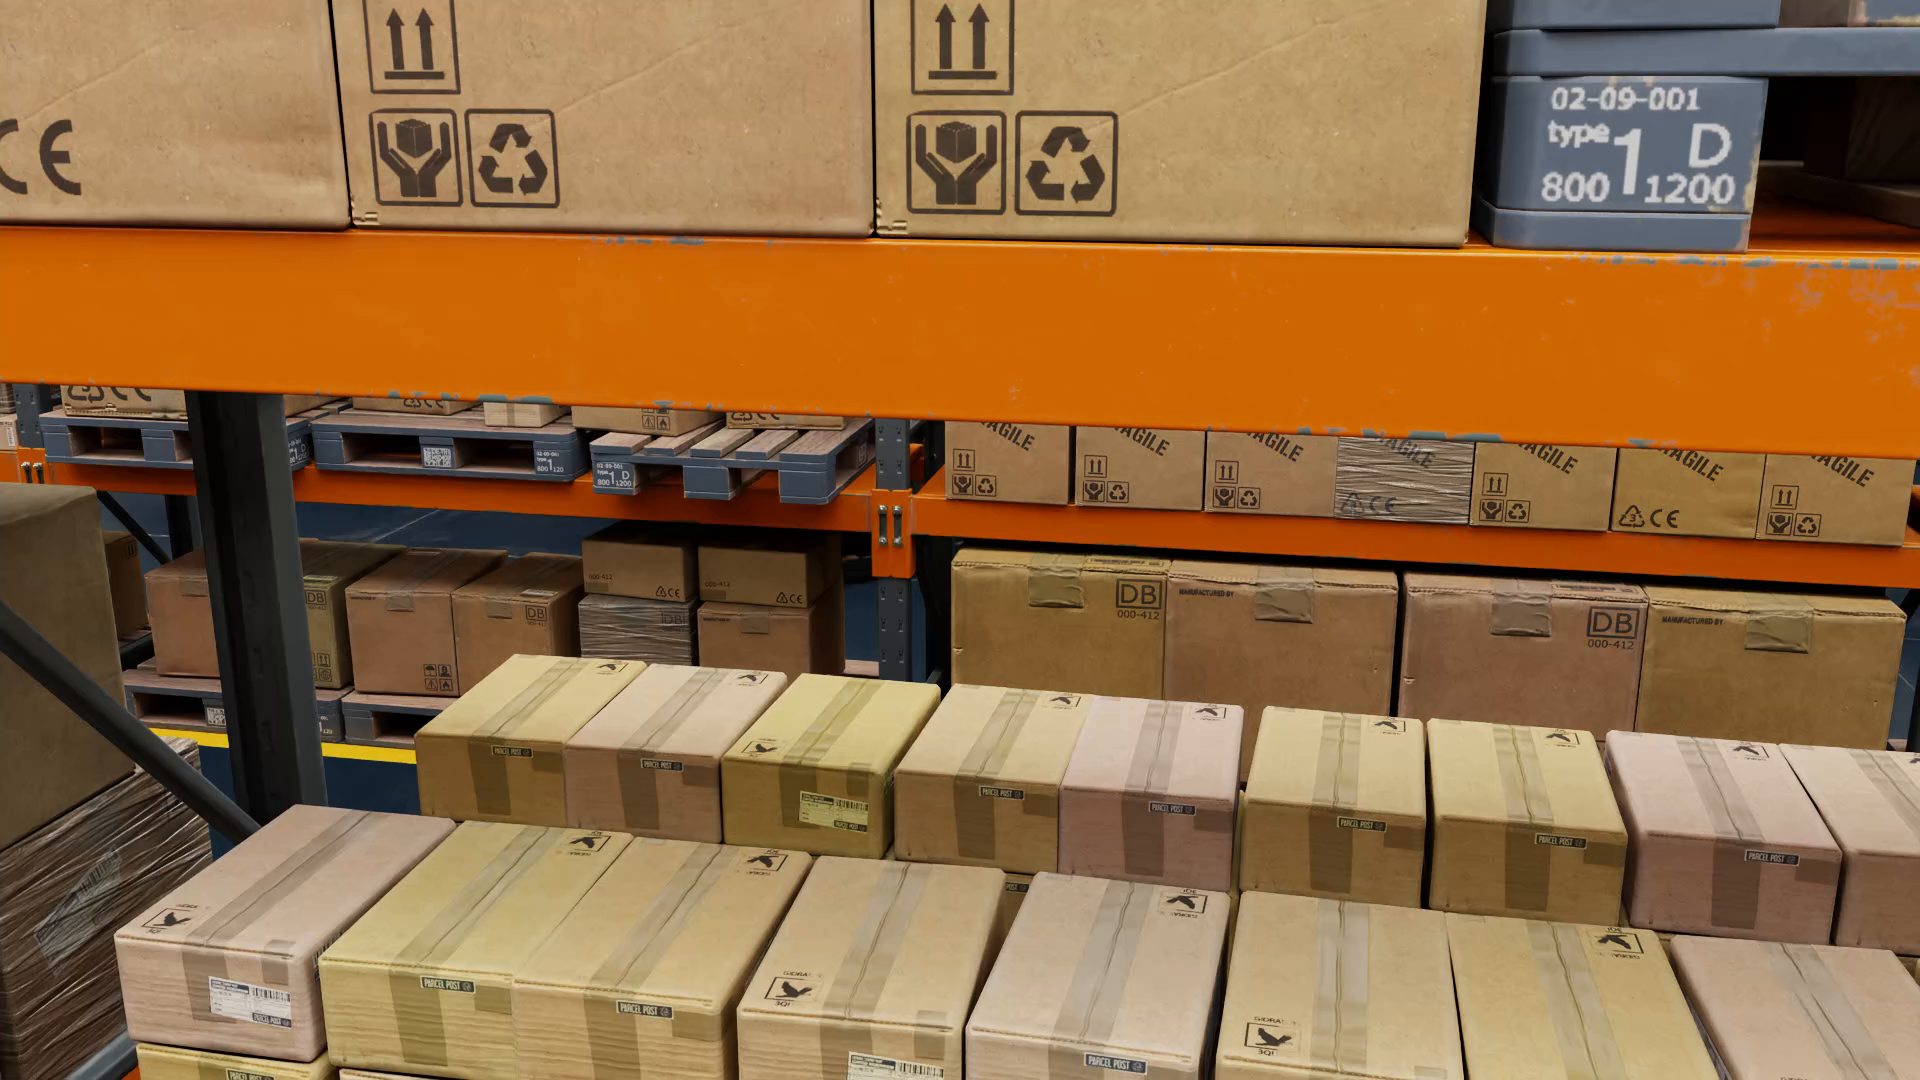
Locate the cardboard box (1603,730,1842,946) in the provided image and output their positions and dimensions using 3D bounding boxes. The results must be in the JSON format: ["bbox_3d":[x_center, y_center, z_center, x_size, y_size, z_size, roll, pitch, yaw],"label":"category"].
[{"bbox_3d":[1.088,0.423,2.415,0.250,0.149,0.380,4,16,13],"label":"cardboard box"}]

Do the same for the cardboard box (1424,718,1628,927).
[{"bbox_3d":[0.823,0.410,2.463,0.250,0.149,0.380,4,16,13],"label":"cardboard box"}]

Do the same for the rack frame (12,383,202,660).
[{"bbox_3d":[-4.103,-0.717,7.960,0.127,3.000,1.000,3,16,11],"label":"rack frame"}]

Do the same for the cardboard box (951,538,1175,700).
[{"bbox_3d":[0.489,0.360,7.268,0.875,0.875,1.225,2,16,8],"label":"cardboard box"}]

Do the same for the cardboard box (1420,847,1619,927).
[{"bbox_3d":[0.822,0.552,2.505,0.250,0.149,0.380,3,16,10],"label":"cardboard box"}]

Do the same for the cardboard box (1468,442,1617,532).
[{"bbox_3d":[2.227,-0.347,6.438,0.500,0.500,0.500,3,16,10],"label":"cardboard box"}]

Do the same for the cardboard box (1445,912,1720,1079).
[{"bbox_3d":[0.676,0.579,1.851,0.270,0.149,0.393,4,16,13],"label":"cardboard box"}]

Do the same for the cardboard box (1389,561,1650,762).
[{"bbox_3d":[2.230,0.454,6.926,0.875,0.875,1.225,3,16,9],"label":"cardboard box"}]

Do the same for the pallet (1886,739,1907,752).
[{"bbox_3d":[4.466,1.114,6.576,1.213,0.211,1.003,3,16,11],"label":"pallet"}]

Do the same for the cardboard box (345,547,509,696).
[{"bbox_3d":[-2.493,0.374,7.881,0.500,0.500,0.700,2,16,6],"label":"cardboard box"}]

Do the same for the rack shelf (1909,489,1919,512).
[{"bbox_3d":[5.697,0.033,6.100,3.809,0.052,0.919,3,16,11],"label":"rack shelf"}]

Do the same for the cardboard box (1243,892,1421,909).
[{"bbox_3d":[0.569,0.539,2.555,0.250,0.149,0.380,4,16,12],"label":"cardboard box"}]

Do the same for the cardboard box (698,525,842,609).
[{"bbox_3d":[-0.846,0.100,7.467,0.500,0.250,0.500,4,16,13],"label":"cardboard box"}]

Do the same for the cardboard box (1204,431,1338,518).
[{"bbox_3d":[1.248,-0.402,6.637,0.500,0.500,0.500,3,16,10],"label":"cardboard box"}]

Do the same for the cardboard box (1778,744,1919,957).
[{"bbox_3d":[1.335,0.437,2.366,0.250,0.149,0.380,3,16,11],"label":"cardboard box"}]

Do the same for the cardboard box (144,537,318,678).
[{"bbox_3d":[-3.505,0.314,8.097,0.500,0.500,0.700,2,16,7],"label":"cardboard box"}]

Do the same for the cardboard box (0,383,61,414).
[{"bbox_3d":[-4.531,-0.948,8.052,0.500,0.500,0.875,3,16,11],"label":"cardboard box"}]

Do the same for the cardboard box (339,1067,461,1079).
[{"bbox_3d":[-0.571,0.656,2.133,0.250,0.149,0.380,4,16,14],"label":"cardboard box"}]

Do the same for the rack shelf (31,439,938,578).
[{"bbox_3d":[-2.143,-0.264,7.672,4.000,0.370,1.077,3,16,11],"label":"rack shelf"}]

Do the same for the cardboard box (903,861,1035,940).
[{"bbox_3d":[0.070,0.511,2.654,0.250,0.149,0.380,3,16,11],"label":"cardboard box"}]

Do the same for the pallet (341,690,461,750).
[{"bbox_3d":[-2.140,0.732,7.952,1.213,0.211,1.003,3,16,11],"label":"pallet"}]

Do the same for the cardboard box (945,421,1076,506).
[{"bbox_3d":[0.239,-0.455,6.828,0.500,0.500,0.500,4,16,13],"label":"cardboard box"}]

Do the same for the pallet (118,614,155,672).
[{"bbox_3d":[-4.768,0.601,8.428,1.213,0.211,1.003,3,16,11],"label":"pallet"}]

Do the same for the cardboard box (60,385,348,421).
[{"bbox_3d":[-3.352,-1.129,7.539,1.000,1.000,1.000,3,16,11],"label":"cardboard box"}]

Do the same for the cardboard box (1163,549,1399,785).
[{"bbox_3d":[1.361,0.409,7.089,0.875,0.875,1.225,3,16,11],"label":"cardboard box"}]

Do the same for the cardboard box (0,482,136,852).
[{"bbox_3d":[-1.708,0.232,2.476,0.500,0.500,0.700,3,16,11],"label":"cardboard box"}]

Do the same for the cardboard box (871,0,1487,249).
[{"bbox_3d":[0.219,-0.556,1.572,0.500,0.500,0.500,3,16,11],"label":"cardboard box"}]

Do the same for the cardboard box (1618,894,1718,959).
[{"bbox_3d":[1.068,0.567,2.454,0.250,0.149,0.380,3,16,10],"label":"cardboard box"}]

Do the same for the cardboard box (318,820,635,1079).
[{"bbox_3d":[-0.592,0.509,2.105,0.250,0.149,0.380,3,16,10],"label":"cardboard box"}]

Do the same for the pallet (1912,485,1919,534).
[{"bbox_3d":[6.651,-0.150,11.137,1.213,0.211,1.003,3,16,11],"label":"pallet"}]

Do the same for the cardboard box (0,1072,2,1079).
[{"bbox_3d":[-1.961,0.702,2.650,1.009,0.500,1.038,3,16,11],"label":"cardboard box"}]

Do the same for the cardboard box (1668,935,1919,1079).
[{"bbox_3d":[0.940,0.593,1.801,0.250,0.149,0.380,2,16,9],"label":"cardboard box"}]

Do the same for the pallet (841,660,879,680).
[{"bbox_3d":[-0.949,0.798,7.716,1.213,0.211,1.003,3,16,11],"label":"pallet"}]

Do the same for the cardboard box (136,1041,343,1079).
[{"bbox_3d":[-0.837,0.642,2.183,0.250,0.149,0.380,4,16,14],"label":"cardboard box"}]

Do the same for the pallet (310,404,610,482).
[{"bbox_3d":[-2.131,-0.506,7.559,1.213,0.211,1.003,3,16,11],"label":"pallet"}]

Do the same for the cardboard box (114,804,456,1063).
[{"bbox_3d":[-0.852,0.496,2.153,0.250,0.149,0.380,3,16,11],"label":"cardboard box"}]

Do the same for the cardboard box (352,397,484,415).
[{"bbox_3d":[-2.386,-0.901,7.645,0.637,0.503,0.797,5,16,17],"label":"cardboard box"}]

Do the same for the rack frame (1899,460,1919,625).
[{"bbox_3d":[3.736,-0.290,6.421,0.053,2.616,0.949,3,16,11],"label":"rack frame"}]

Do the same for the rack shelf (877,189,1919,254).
[{"bbox_3d":[0.689,-0.298,1.813,3.809,0.124,0.919,3,16,11],"label":"rack shelf"}]

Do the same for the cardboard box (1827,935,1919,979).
[{"bbox_3d":[1.328,0.581,2.403,0.250,0.149,0.380,4,16,13],"label":"cardboard box"}]

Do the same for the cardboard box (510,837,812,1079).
[{"bbox_3d":[-0.353,0.523,2.053,0.250,0.149,0.380,3,16,11],"label":"cardboard box"}]

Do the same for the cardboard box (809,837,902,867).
[{"bbox_3d":[-0.175,0.498,2.703,0.250,0.149,0.380,3,16,12],"label":"cardboard box"}]

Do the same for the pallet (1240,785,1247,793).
[{"bbox_3d":[1.766,0.967,7.105,1.213,0.211,1.003,3,16,11],"label":"pallet"}]

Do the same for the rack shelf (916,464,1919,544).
[{"bbox_3d":[1.777,-0.145,6.878,3.809,0.124,0.919,3,16,11],"label":"rack shelf"}]

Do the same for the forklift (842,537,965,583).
[{"bbox_3d":[-19.266,-4.013,20.153,26.824,2.843,36.428,-8,17,-26],"label":"forklift"}]

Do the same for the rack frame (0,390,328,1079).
[{"bbox_3d":[-1.270,0.788,2.527,0.127,3.000,1.000,3,16,11],"label":"rack frame"}]
